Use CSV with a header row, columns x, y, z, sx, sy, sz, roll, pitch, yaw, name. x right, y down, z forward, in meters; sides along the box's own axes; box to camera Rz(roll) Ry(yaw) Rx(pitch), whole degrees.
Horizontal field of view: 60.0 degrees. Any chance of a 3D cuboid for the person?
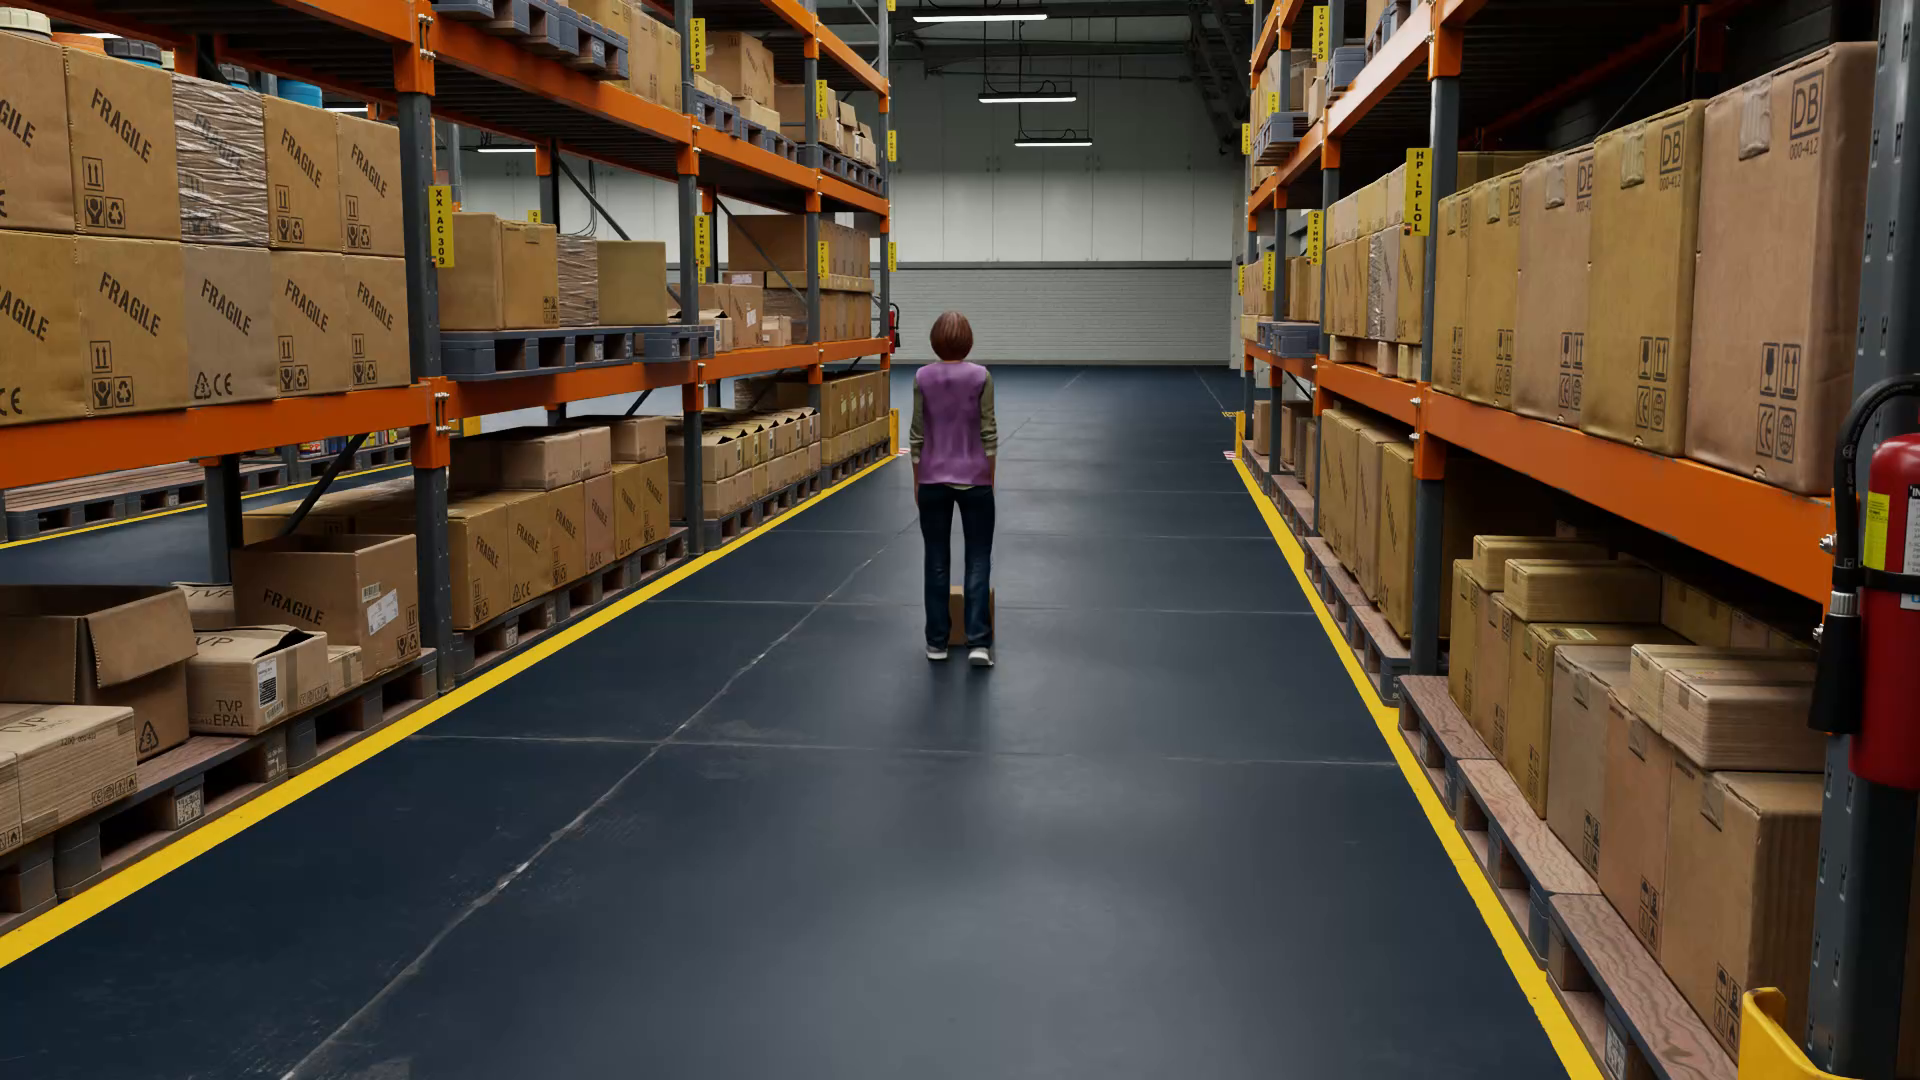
x,y,z,sx,sy,sz,roll,pitch,yaw,name
-0.030,-0.212,7.565,0.413,1.652,0.391,1,8,7,person
